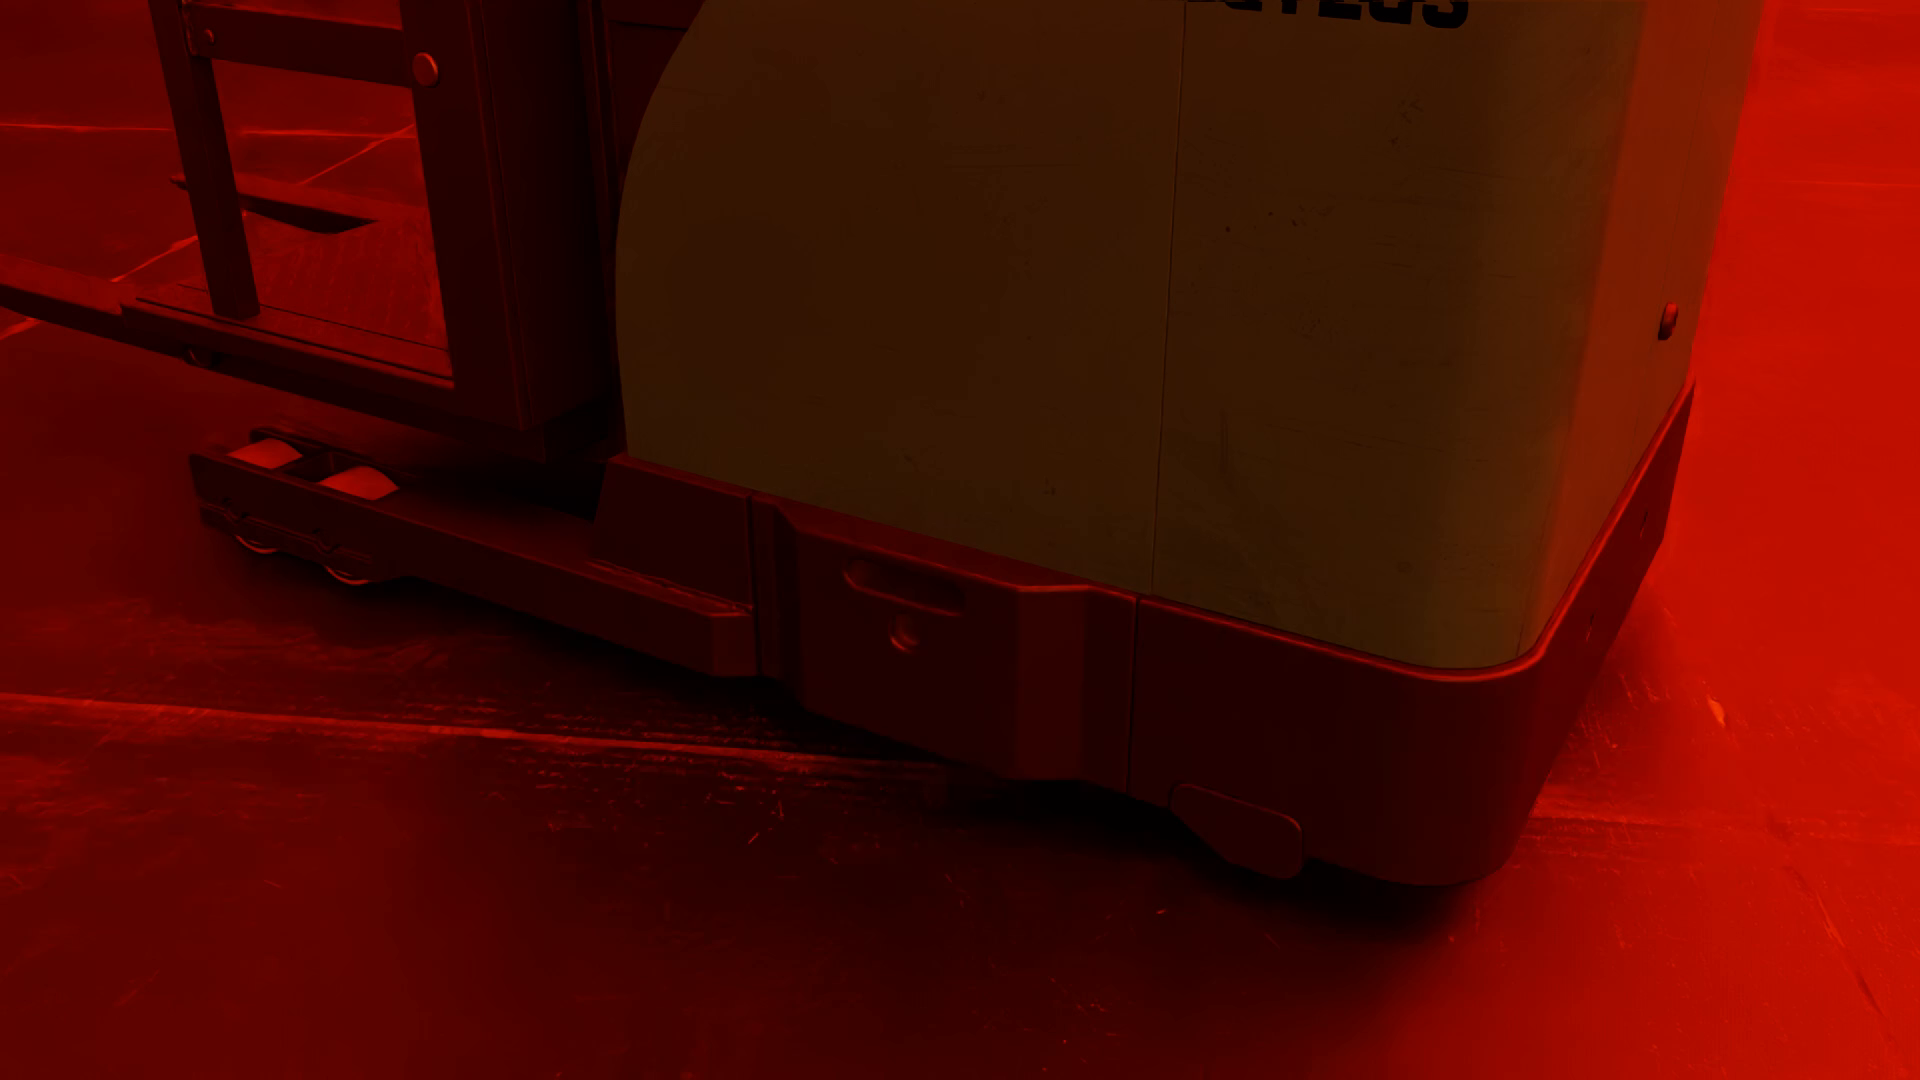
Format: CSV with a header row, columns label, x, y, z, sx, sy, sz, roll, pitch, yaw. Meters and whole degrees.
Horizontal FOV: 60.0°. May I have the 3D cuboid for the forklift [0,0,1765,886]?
label,x,y,z,sx,sy,sz,roll,pitch,yaw
forklift,-0.528,-1.433,2.089,3.031,2.935,1.130,15,30,27
